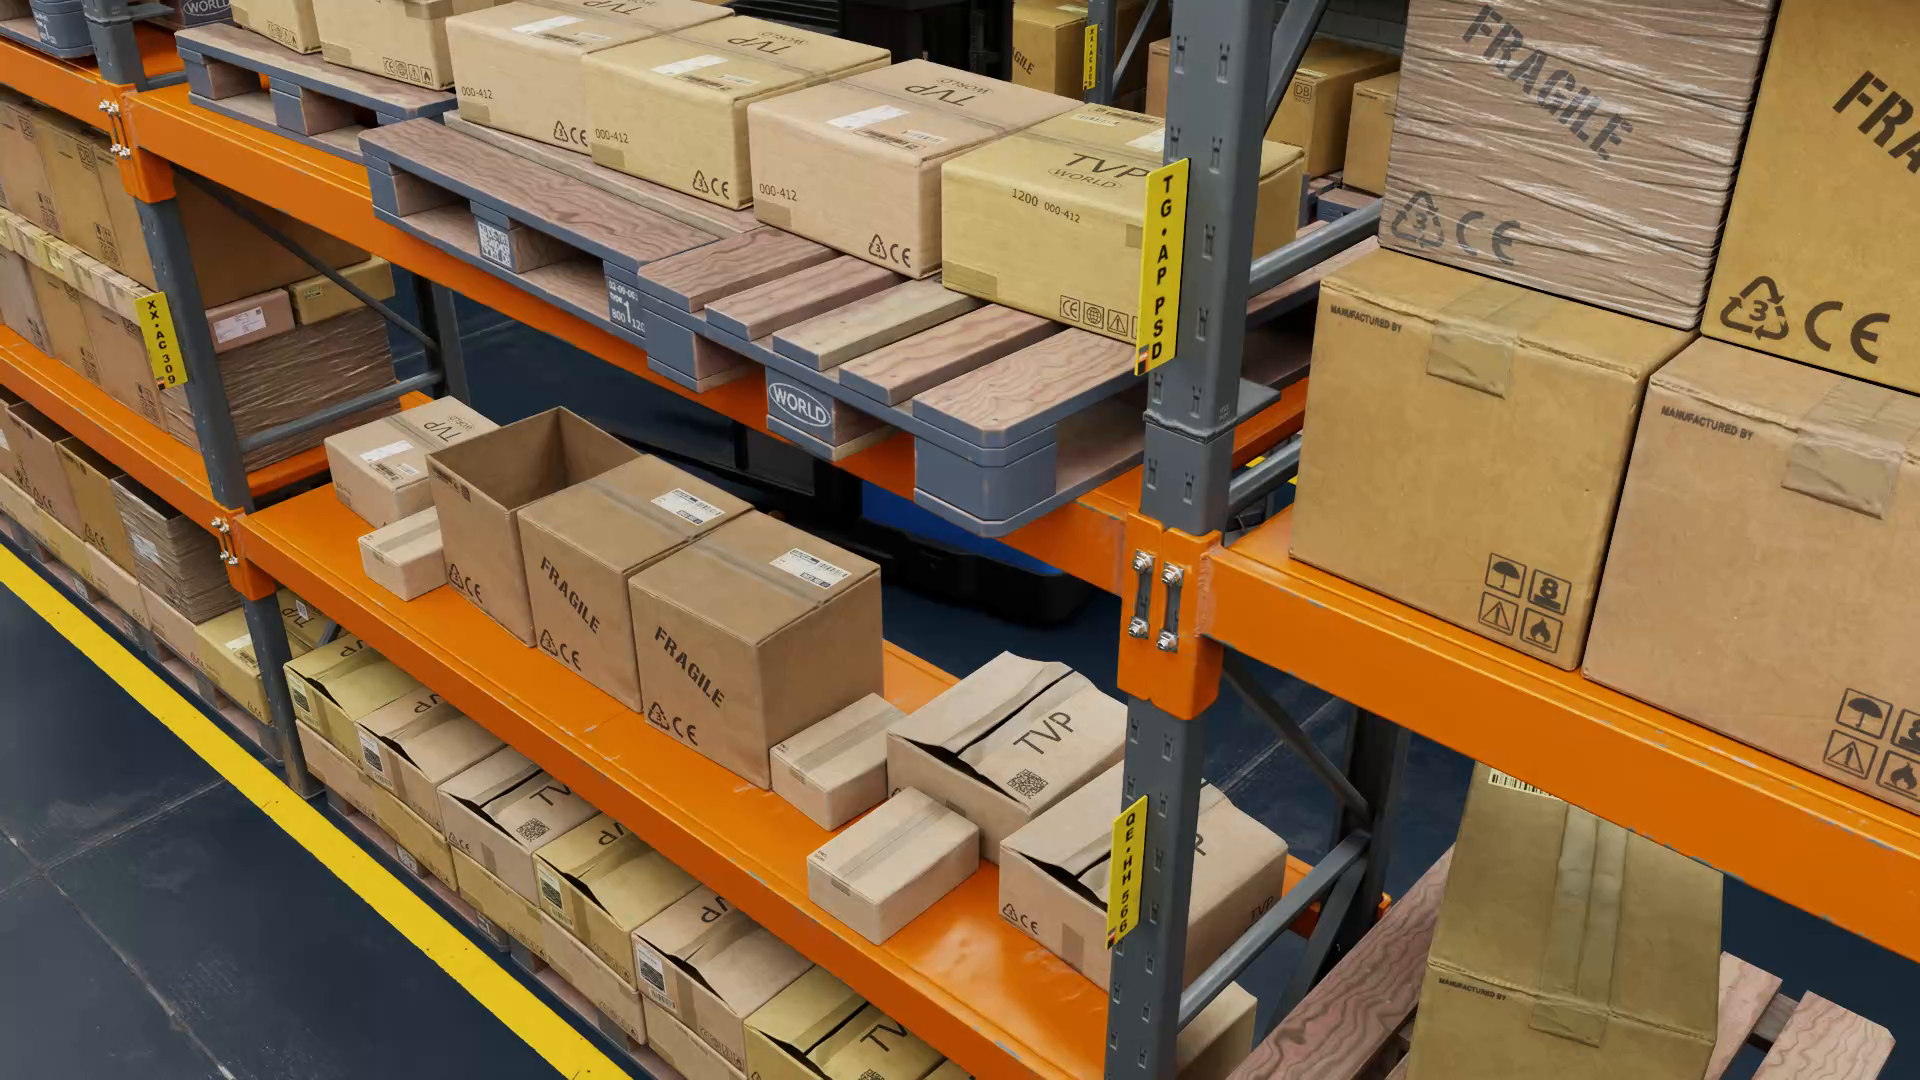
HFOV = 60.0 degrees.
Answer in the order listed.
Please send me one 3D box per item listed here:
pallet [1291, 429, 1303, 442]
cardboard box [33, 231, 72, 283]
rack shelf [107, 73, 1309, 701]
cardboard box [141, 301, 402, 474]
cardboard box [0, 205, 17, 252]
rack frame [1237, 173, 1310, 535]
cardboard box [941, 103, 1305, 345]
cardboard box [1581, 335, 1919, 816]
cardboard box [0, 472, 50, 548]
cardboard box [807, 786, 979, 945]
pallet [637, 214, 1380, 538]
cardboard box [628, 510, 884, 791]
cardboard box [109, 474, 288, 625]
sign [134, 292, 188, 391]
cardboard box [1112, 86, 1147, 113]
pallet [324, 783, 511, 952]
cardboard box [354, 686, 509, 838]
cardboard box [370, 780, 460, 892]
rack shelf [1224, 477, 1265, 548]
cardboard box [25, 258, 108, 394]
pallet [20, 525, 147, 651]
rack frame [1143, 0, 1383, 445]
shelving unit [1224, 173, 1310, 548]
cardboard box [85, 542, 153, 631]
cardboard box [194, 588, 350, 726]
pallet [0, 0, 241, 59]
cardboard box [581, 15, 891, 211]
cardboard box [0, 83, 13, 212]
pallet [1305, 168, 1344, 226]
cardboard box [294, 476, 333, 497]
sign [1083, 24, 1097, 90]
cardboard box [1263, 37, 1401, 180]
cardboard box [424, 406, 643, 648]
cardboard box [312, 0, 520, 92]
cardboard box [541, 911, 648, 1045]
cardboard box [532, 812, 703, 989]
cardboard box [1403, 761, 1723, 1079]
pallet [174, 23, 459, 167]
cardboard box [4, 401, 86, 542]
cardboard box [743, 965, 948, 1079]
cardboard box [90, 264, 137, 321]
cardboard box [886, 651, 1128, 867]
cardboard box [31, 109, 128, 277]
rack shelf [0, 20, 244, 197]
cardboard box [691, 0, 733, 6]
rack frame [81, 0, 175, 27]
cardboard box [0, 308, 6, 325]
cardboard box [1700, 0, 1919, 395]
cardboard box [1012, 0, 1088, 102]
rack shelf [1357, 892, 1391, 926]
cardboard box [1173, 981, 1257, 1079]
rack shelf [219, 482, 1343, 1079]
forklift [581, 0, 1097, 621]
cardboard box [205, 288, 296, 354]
[{"bbox_3d":[2.529,-0.476,8.836,1.213,0.211,1.003,25,39,35],"label":"pallet"},{"bbox_3d":[-3.378,-1.152,6.530,0.250,0.149,0.380,25,39,35],"label":"cardboard box"},{"bbox_3d":[-0.797,-0.751,4.379,4.000,0.370,1.077,25,39,35],"label":"rack shelf"},{"bbox_3d":[-2.613,-0.660,6.342,0.500,0.500,0.700,24,38,34],"label":"cardboard box"},{"bbox_3d":[-3.764,-1.330,6.825,0.250,0.149,0.380,27,40,37],"label":"cardboard box"},{"bbox_3d":[1.202,-0.512,7.065,0.400,2.100,0.015,-13,33,-21],"label":"rack frame"},{"bbox_3d":[0.312,-0.618,3.199,0.500,0.250,0.500,22,37,32],"label":"cardboard box"},{"bbox_3d":[1.410,-0.095,2.495,0.500,0.500,0.910,25,39,35],"label":"cardboard box"},{"bbox_3d":[-4.253,-0.237,7.994,0.500,0.250,0.500,25,39,35],"label":"cardboard box"},{"bbox_3d":[-0.166,0.820,4.223,0.250,0.149,0.380,25,39,35],"label":"cardboard box"},{"bbox_3d":[0.123,-0.487,3.425,1.003,0.211,1.213,27,40,37],"label":"pallet"},{"bbox_3d":[-0.569,0.301,4.745,0.500,0.500,0.500,23,38,33],"label":"cardboard box"},{"bbox_3d":[-3.133,-0.044,6.946,0.500,0.500,0.500,25,39,35],"label":"cardboard box"},{"bbox_3d":[-2.651,-0.658,5.519,0.005,0.325,0.100,25,39,35],"label":"sign"},{"bbox_3d":[0.837,-2.551,9.705,0.500,0.250,0.500,26,39,36],"label":"cardboard box"},{"bbox_3d":[-1.707,0.968,6.437,1.213,0.211,1.003,25,39,35],"label":"pallet"},{"bbox_3d":[-1.773,0.705,5.886,0.500,0.311,0.500,25,39,35],"label":"cardboard box"},{"bbox_3d":[-1.769,0.943,6.033,0.500,0.250,0.500,26,40,36],"label":"cardboard box"},{"bbox_3d":[1.102,-0.016,7.624,0.431,0.518,0.480,-13,33,-21],"label":"rack shelf"},{"bbox_3d":[-3.378,-1.016,6.932,0.500,0.500,0.700,26,39,36],"label":"cardboard box"},{"bbox_3d":[-3.750,0.015,8.021,1.213,0.211,1.003,25,39,35],"label":"pallet"},{"bbox_3d":[0.686,-1.652,2.270,0.127,3.000,1.000,25,39,35],"label":"rack frame"},{"bbox_3d":[1.102,-0.627,7.256,0.431,2.100,0.503,-13,33,-21],"label":"shelving unit"},{"bbox_3d":[-3.515,0.111,7.417,0.500,0.250,0.500,25,39,35],"label":"cardboard box"},{"bbox_3d":[-2.770,0.455,6.845,0.500,0.250,0.500,25,39,35],"label":"cardboard box"},{"bbox_3d":[-2.929,-1.999,5.840,1.213,0.211,1.003,25,39,35],"label":"pallet"},{"bbox_3d":[-0.505,-0.995,3.825,0.500,0.250,0.500,24,39,34],"label":"cardboard box"},{"bbox_3d":[-3.729,-1.737,6.873,0.500,0.500,0.700,25,39,35],"label":"cardboard box"},{"bbox_3d":[1.511,-1.960,8.783,1.213,0.211,1.003,25,39,35],"label":"pallet"},{"bbox_3d":[-2.413,-0.070,6.989,0.500,0.500,0.500,25,39,35],"label":"cardboard box"},{"bbox_3d":[0.683,-2.523,8.693,0.005,0.325,0.100,25,39,35],"label":"sign"},{"bbox_3d":[1.806,-2.208,8.486,0.700,0.500,0.500,-25,39,-35],"label":"cardboard box"},{"bbox_3d":[-1.331,-0.055,5.336,0.500,0.500,0.500,-26,40,-36],"label":"cardboard box"},{"bbox_3d":[-1.420,-1.461,4.599,0.500,0.250,0.500,21,37,31],"label":"cardboard box"},{"bbox_3d":[-1.006,1.298,5.444,0.500,0.250,0.500,26,40,36],"label":"cardboard box"},{"bbox_3d":[-1.000,1.061,5.294,0.500,0.311,0.500,26,40,36],"label":"cardboard box"},{"bbox_3d":[1.229,0.870,3.392,0.500,0.500,0.700,12,33,19],"label":"cardboard box"},{"bbox_3d":[-1.617,-1.369,4.893,1.217,0.209,0.805,23,38,33],"label":"pallet"},{"bbox_3d":[-3.887,-0.383,7.510,0.500,0.500,0.500,25,39,35],"label":"cardboard box"},{"bbox_3d":[-0.257,1.411,4.712,0.500,0.311,0.500,24,39,34],"label":"cardboard box"},{"bbox_3d":[-3.003,-0.975,6.236,0.250,0.149,0.380,24,38,34],"label":"cardboard box"},{"bbox_3d":[0.153,0.573,4.477,0.500,0.311,0.500,25,39,35],"label":"cardboard box"},{"bbox_3d":[-2.988,-1.391,6.297,0.500,0.500,0.700,25,39,35],"label":"cardboard box"},{"bbox_3d":[-3.763,-2.135,6.678,4.000,0.370,1.077,25,39,35],"label":"rack shelf"},{"bbox_3d":[-1.412,-3.557,10.649,0.500,0.500,0.500,25,39,35],"label":"cardboard box"},{"bbox_3d":[-2.280,-3.037,4.569,0.127,3.000,1.000,25,39,35],"label":"rack frame"},{"bbox_3d":[-4.151,-1.373,7.526,0.500,0.500,0.700,25,39,35],"label":"cardboard box"},{"bbox_3d":[1.383,-0.508,2.212,0.500,0.500,0.500,25,39,35],"label":"cardboard box"},{"bbox_3d":[0.484,-2.673,9.181,0.500,0.500,0.500,25,39,35],"label":"cardboard box"},{"bbox_3d":[2.169,1.918,2.853,4.000,0.370,1.077,25,39,35],"label":"rack shelf"},{"bbox_3d":[0.495,1.382,4.761,0.500,0.311,0.500,27,40,37],"label":"cardboard box"},{"bbox_3d":[-0.797,0.534,5.152,4.000,0.370,1.077,25,39,35],"label":"rack shelf"},{"bbox_3d":[-0.580,-1.446,7.810,3.031,2.935,1.130,17,35,26],"label":"forklift"},{"bbox_3d":[-2.625,-0.799,5.944,0.250,0.149,0.380,25,39,35],"label":"cardboard box"}]
